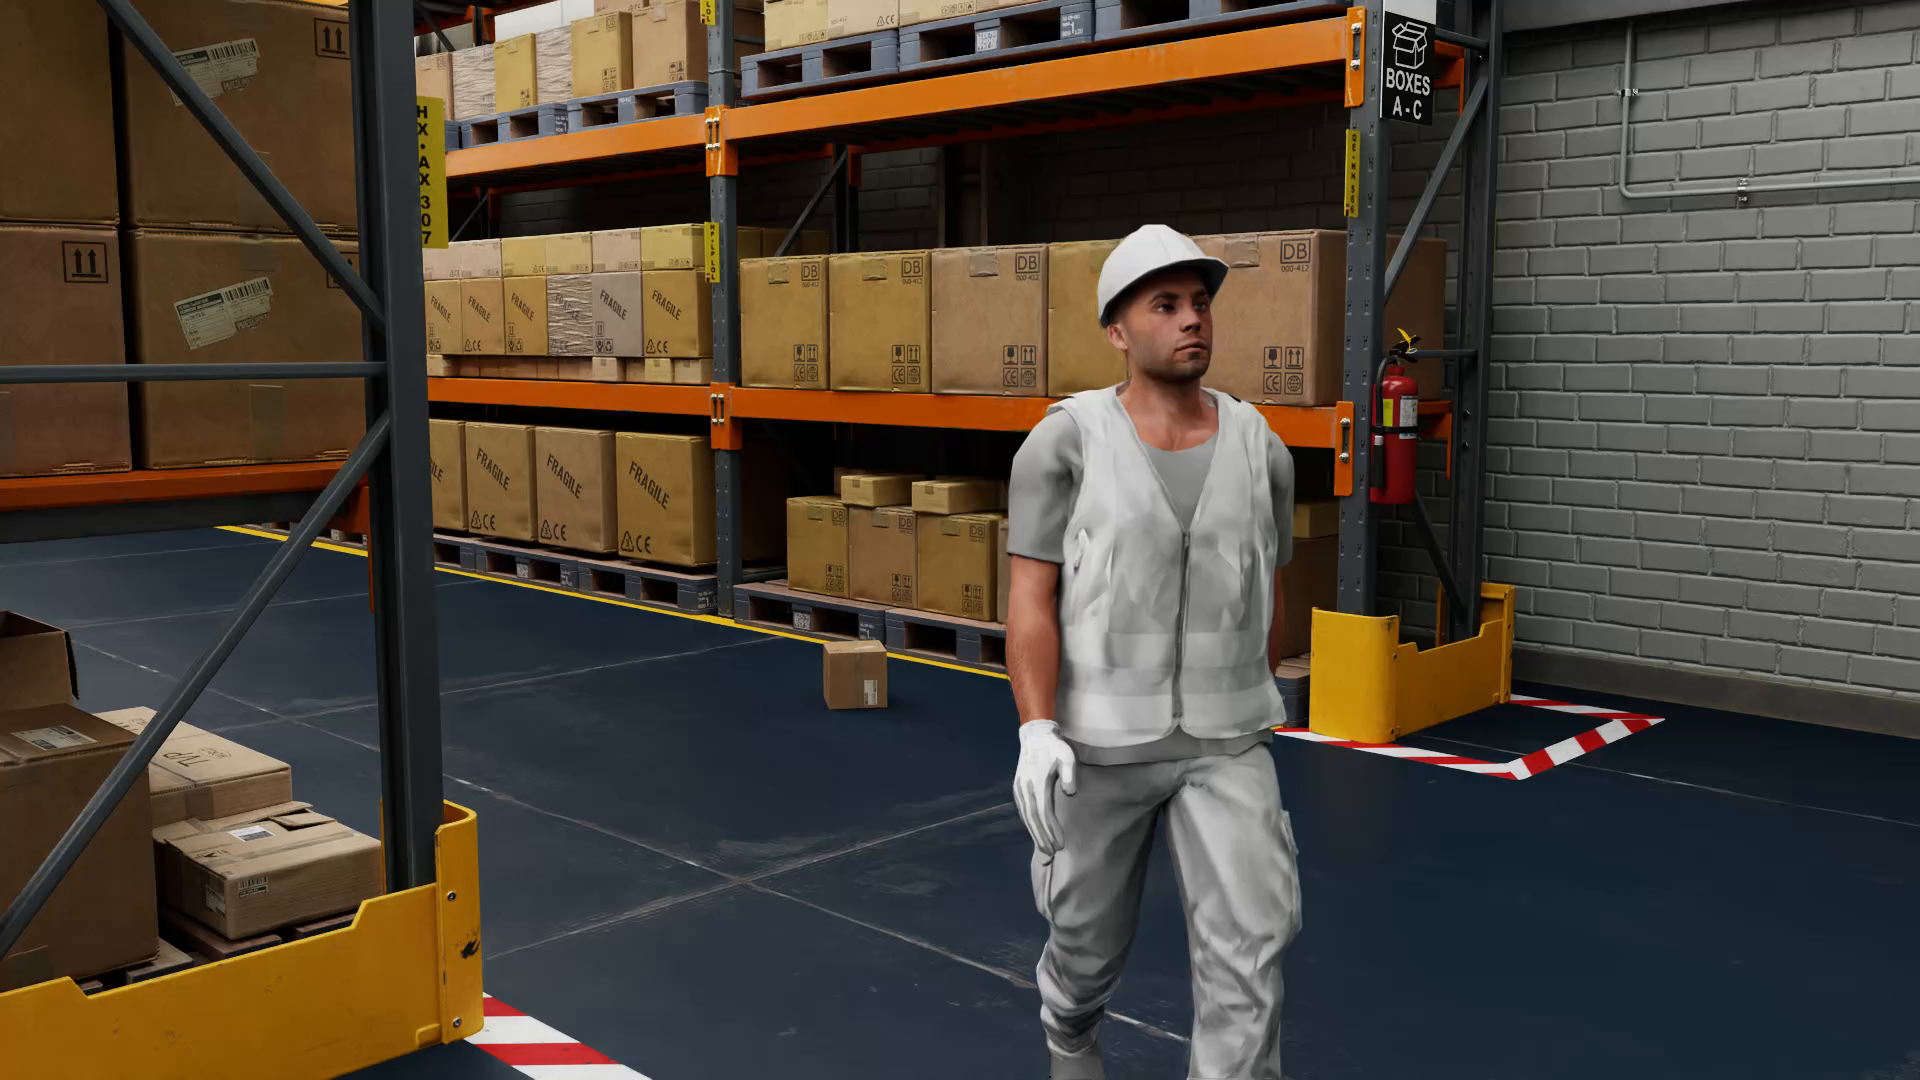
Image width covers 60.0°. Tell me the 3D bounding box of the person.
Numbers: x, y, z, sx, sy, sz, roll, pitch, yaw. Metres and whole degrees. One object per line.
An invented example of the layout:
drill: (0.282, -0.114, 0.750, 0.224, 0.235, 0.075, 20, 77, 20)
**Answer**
person: (0.335, 0.344, 2.851, 0.526, 1.749, 1.018, -1, 7, -4)
